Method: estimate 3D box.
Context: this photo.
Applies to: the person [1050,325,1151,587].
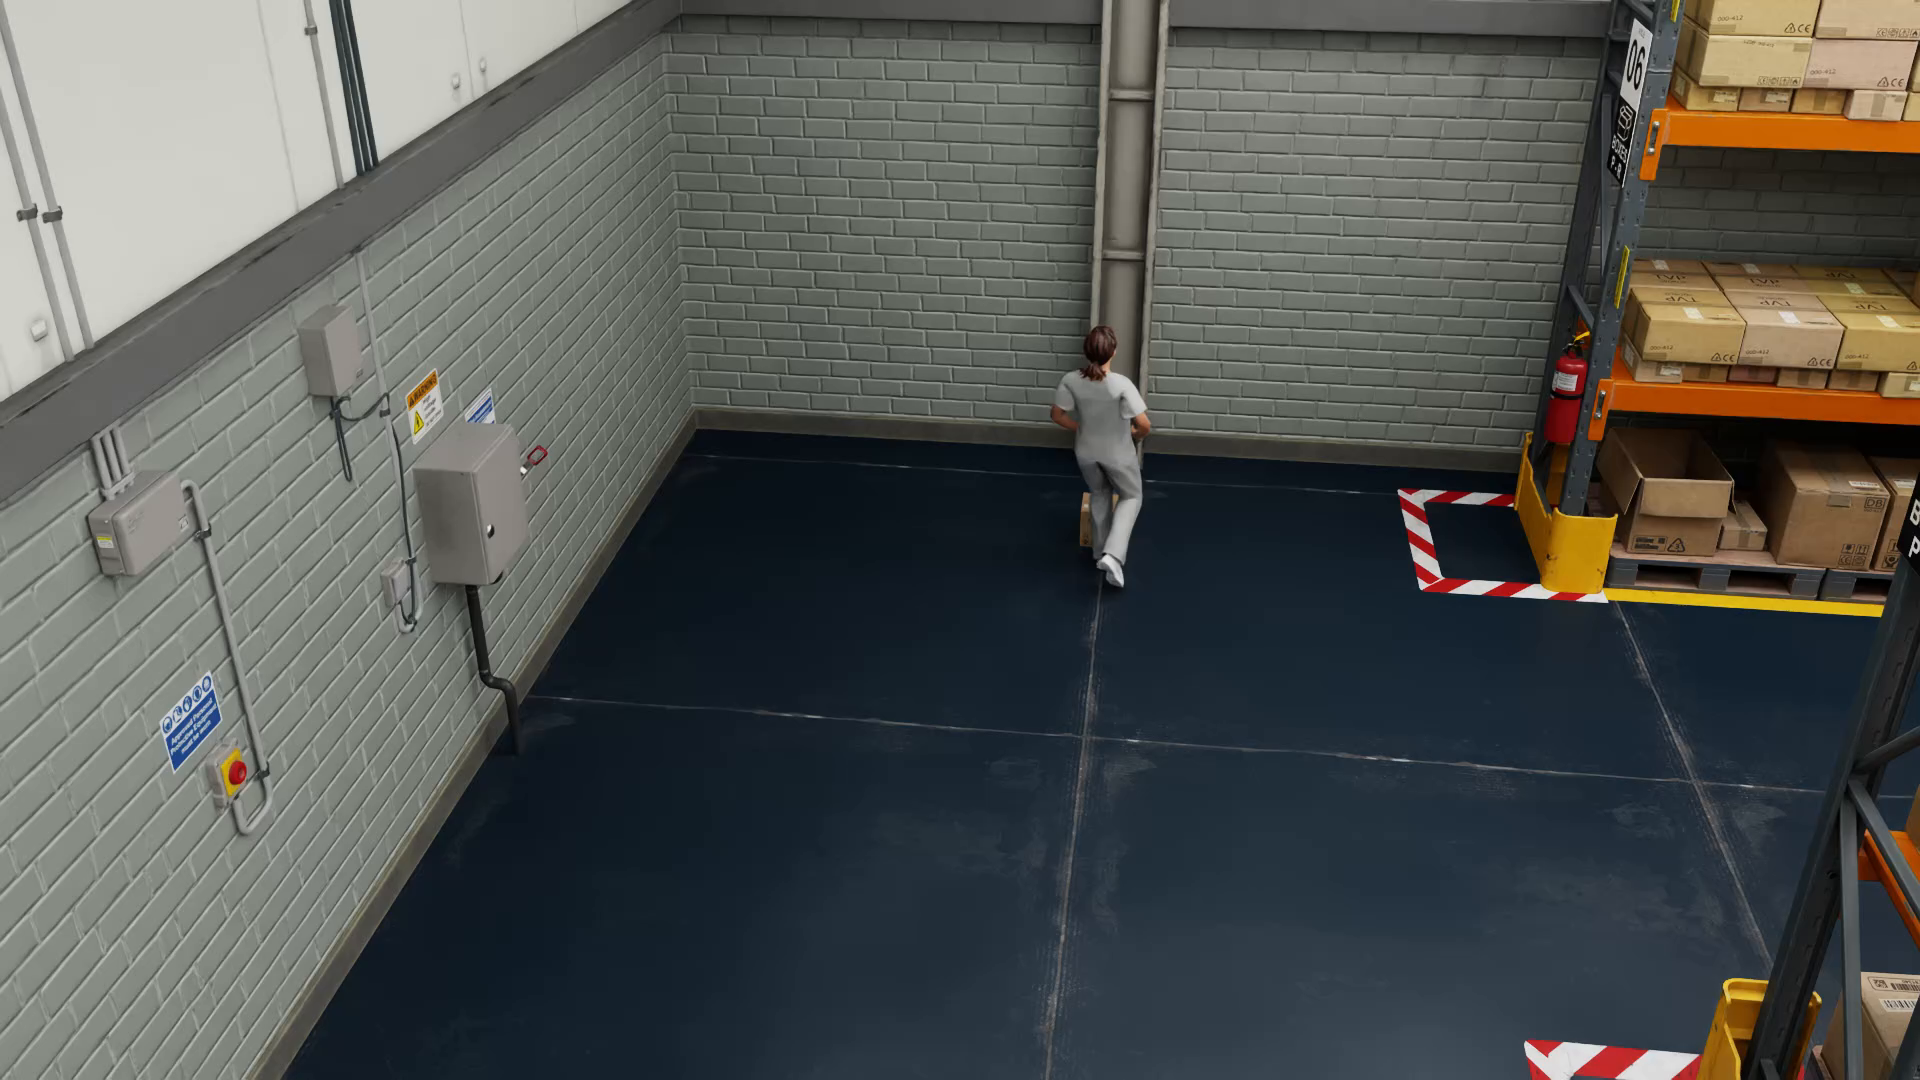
[{"bbox_3d":[0.846,-0.518,9.633,0.601,1.613,0.634,11,30,19],"label":"person"}]
